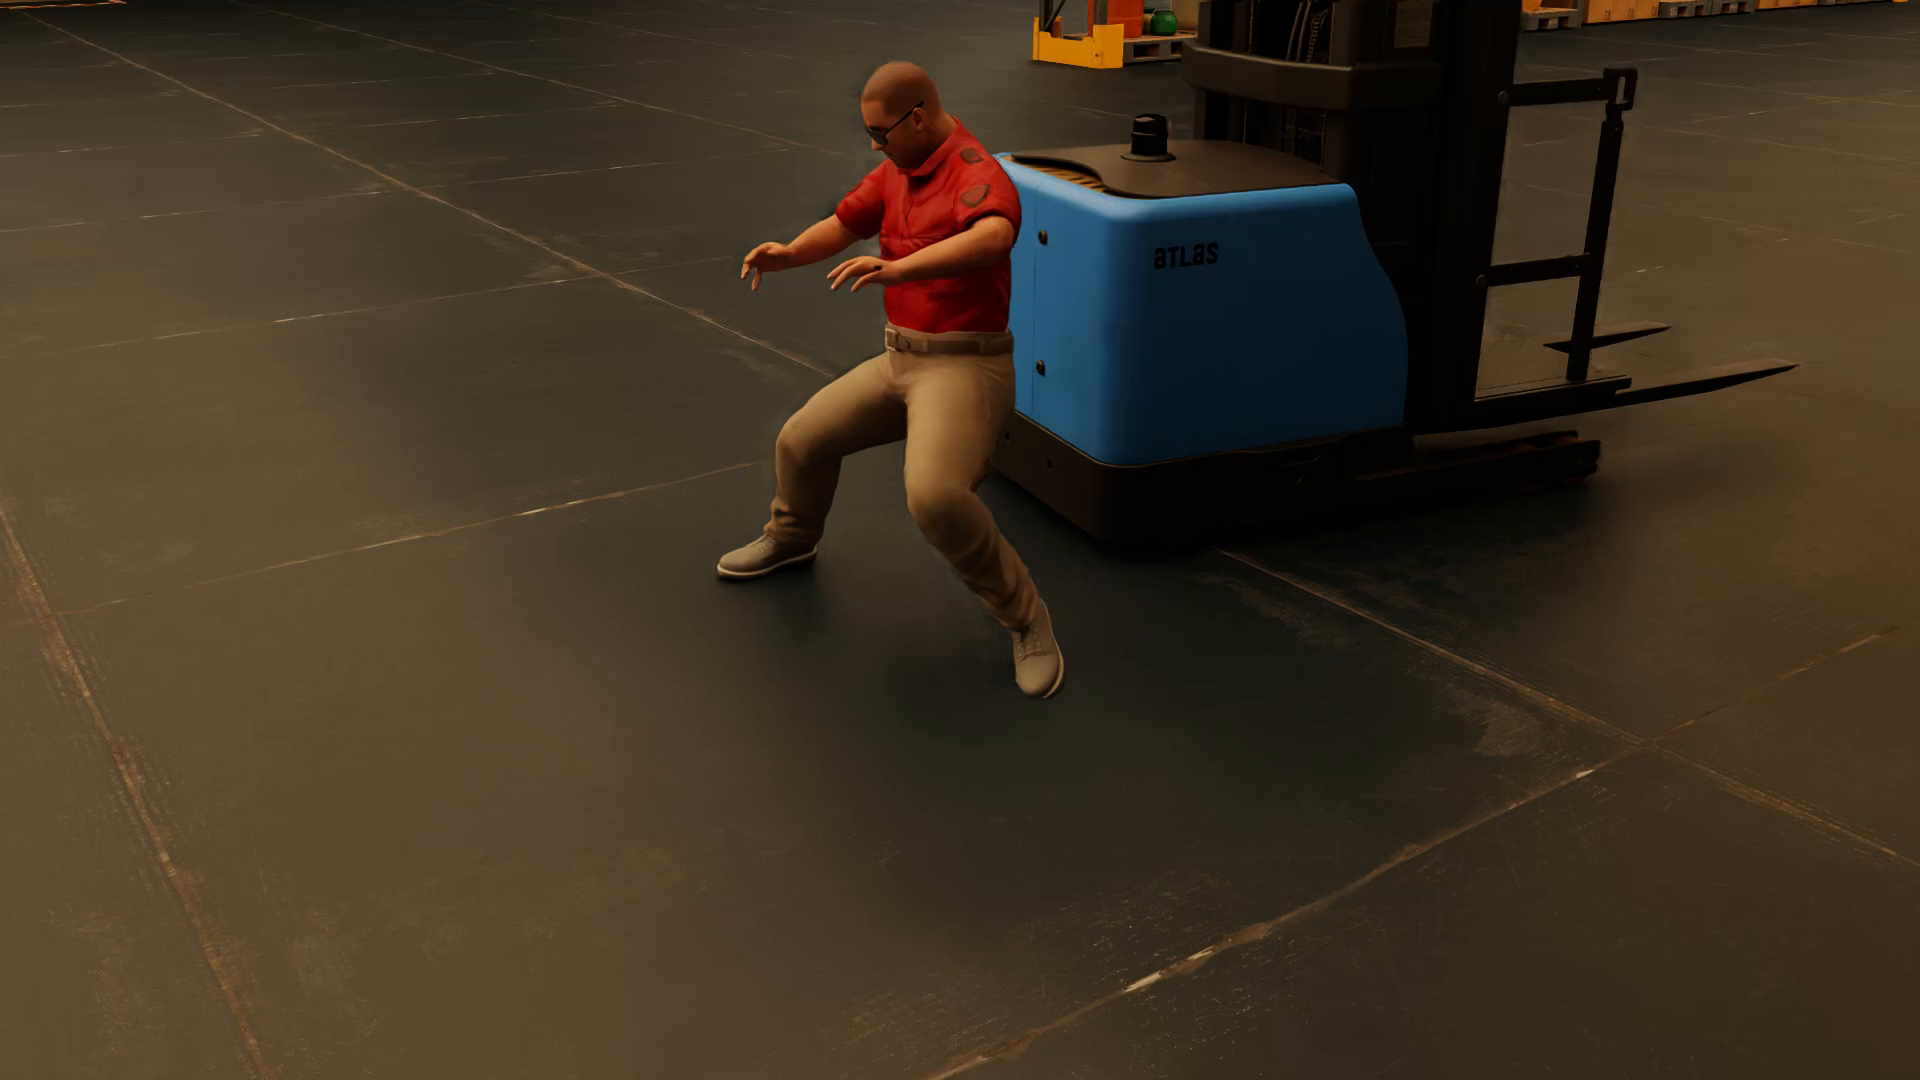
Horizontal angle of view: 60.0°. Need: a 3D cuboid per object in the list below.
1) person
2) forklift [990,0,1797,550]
[{"bbox_3d":[-0.190,-0.451,4.324,0.670,1.525,1.180,-11,24,-25],"label":"person"},{"bbox_3d":[1.598,-1.683,5.414,3.031,2.935,1.130,-10,24,-23],"label":"forklift"}]
